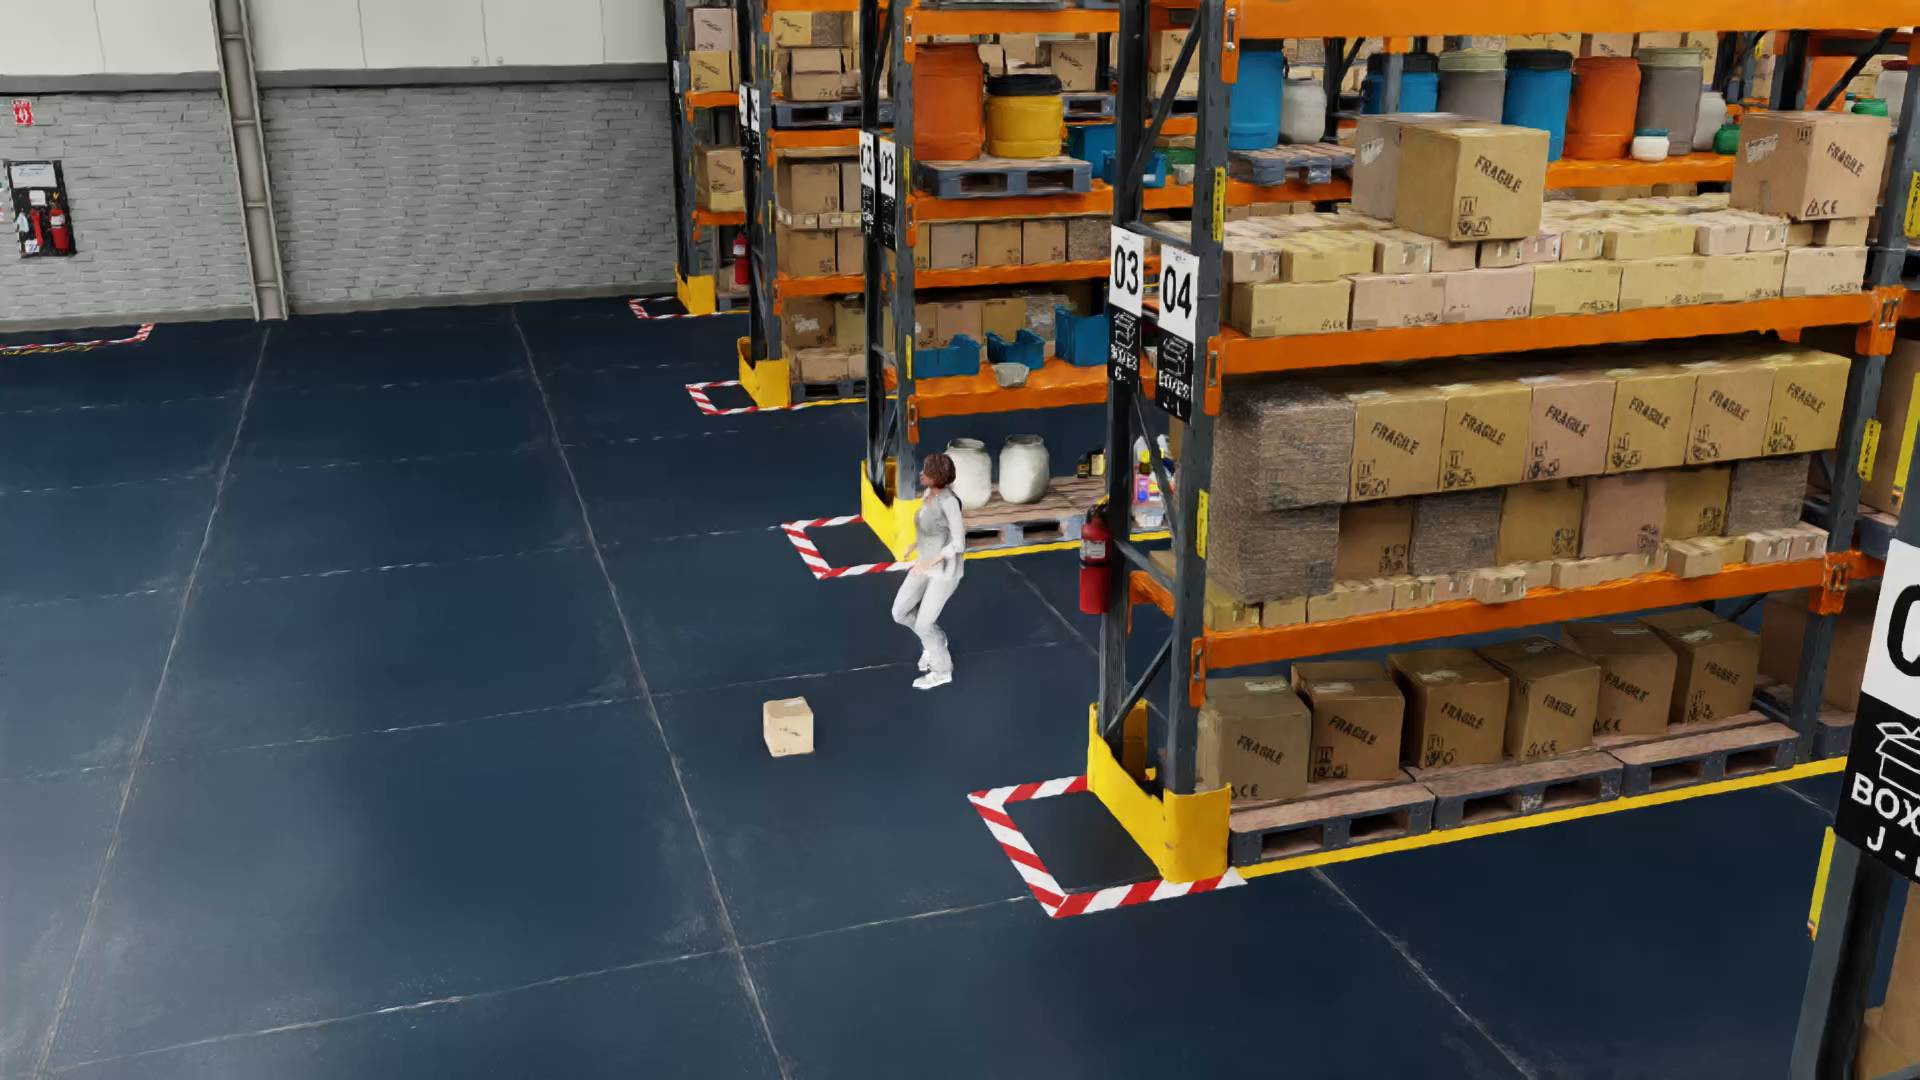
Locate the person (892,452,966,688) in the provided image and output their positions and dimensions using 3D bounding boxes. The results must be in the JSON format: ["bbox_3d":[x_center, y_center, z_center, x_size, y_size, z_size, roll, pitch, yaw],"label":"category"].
[{"bbox_3d":[-0.175,0.212,10.531,0.457,1.564,0.599,-10,22,-26],"label":"person"}]
